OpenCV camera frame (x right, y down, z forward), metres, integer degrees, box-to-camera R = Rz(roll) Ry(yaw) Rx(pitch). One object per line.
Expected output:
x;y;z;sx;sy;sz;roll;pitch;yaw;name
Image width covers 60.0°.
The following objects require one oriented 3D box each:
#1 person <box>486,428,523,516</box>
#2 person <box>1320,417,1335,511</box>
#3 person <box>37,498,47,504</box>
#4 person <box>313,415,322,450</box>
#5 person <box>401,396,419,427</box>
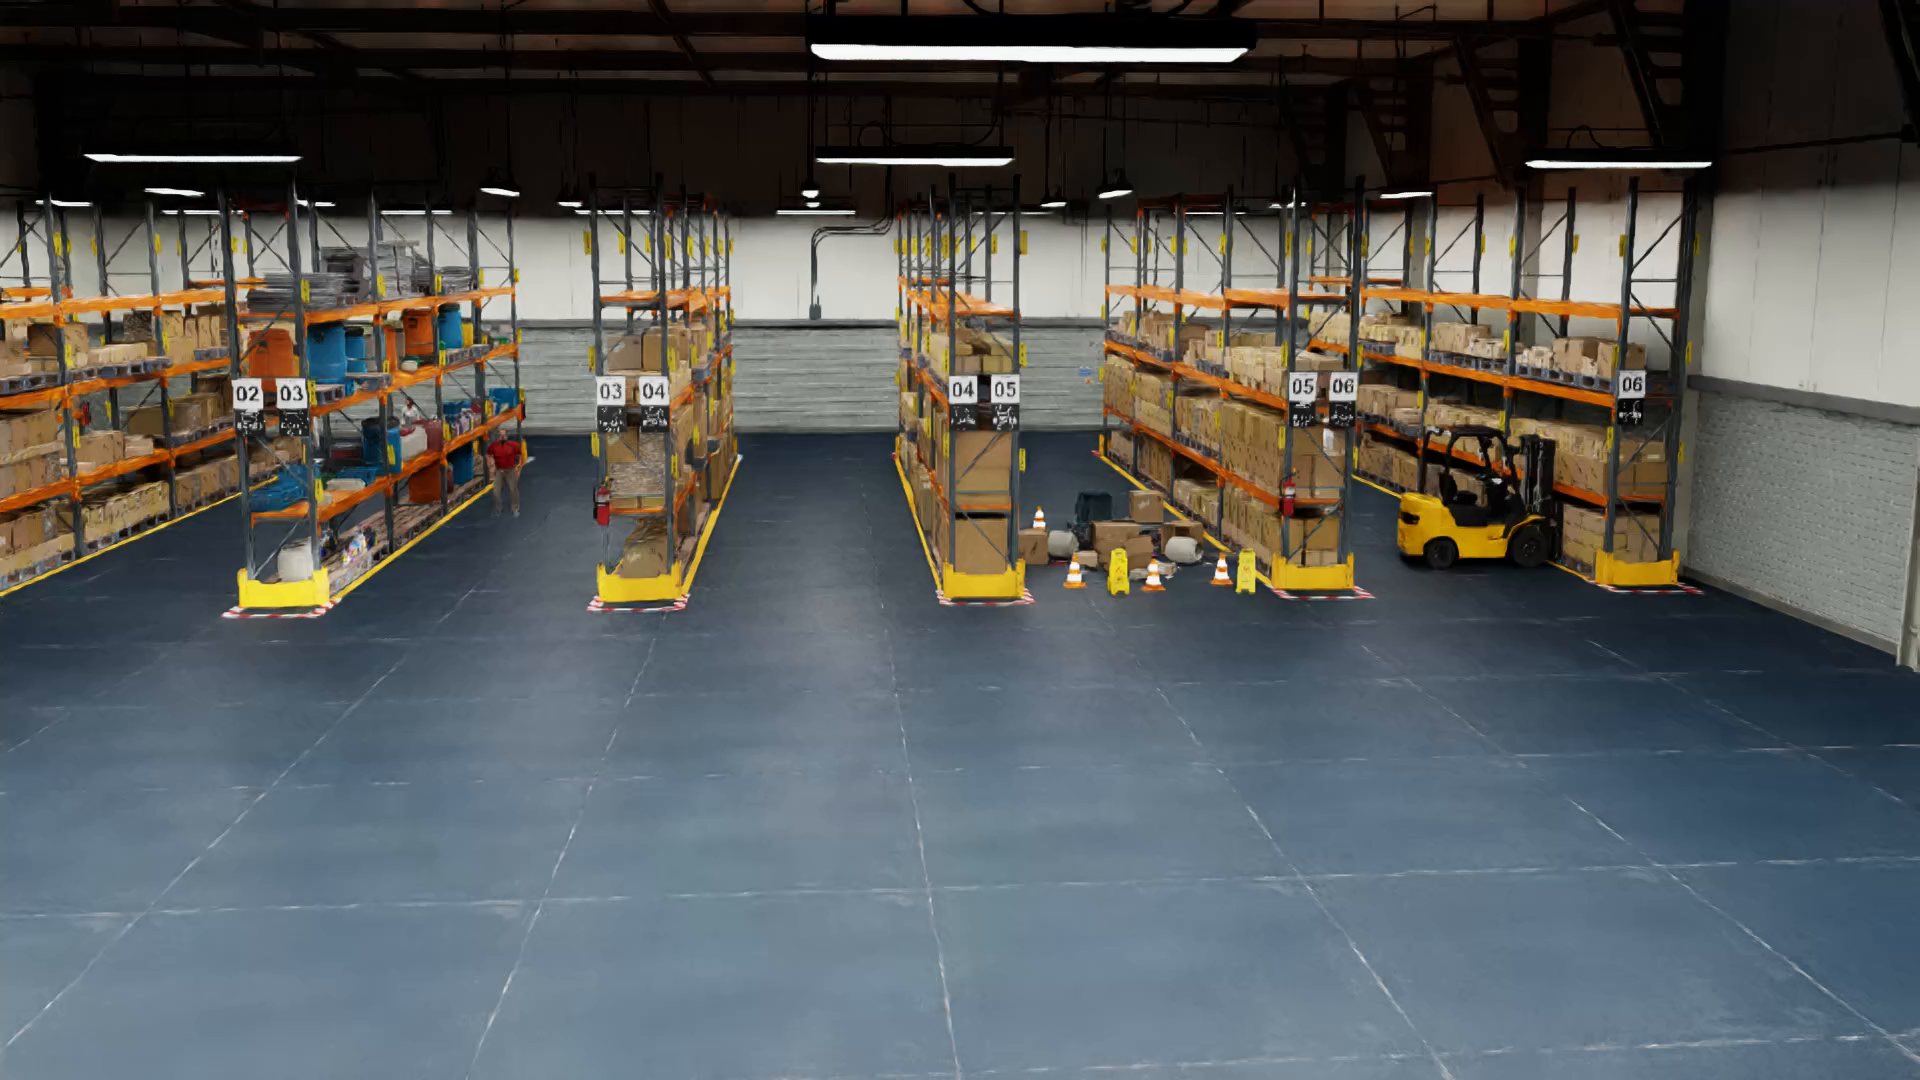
-8.496;-1.264;31.067;0.682;1.676;0.529;-1;10;-6;person
6.904;-1.455;31.723;0.629;1.773;0.678;5;11;24;person
-17.221;-1.242;30.772;0.677;1.742;0.552;-1;10;-6;person
-16.258;-3.112;41.445;0.618;1.723;0.961;-5;11;-27;person
-12.934;-2.629;39.175;0.417;1.504;1.037;0;10;-2;person
